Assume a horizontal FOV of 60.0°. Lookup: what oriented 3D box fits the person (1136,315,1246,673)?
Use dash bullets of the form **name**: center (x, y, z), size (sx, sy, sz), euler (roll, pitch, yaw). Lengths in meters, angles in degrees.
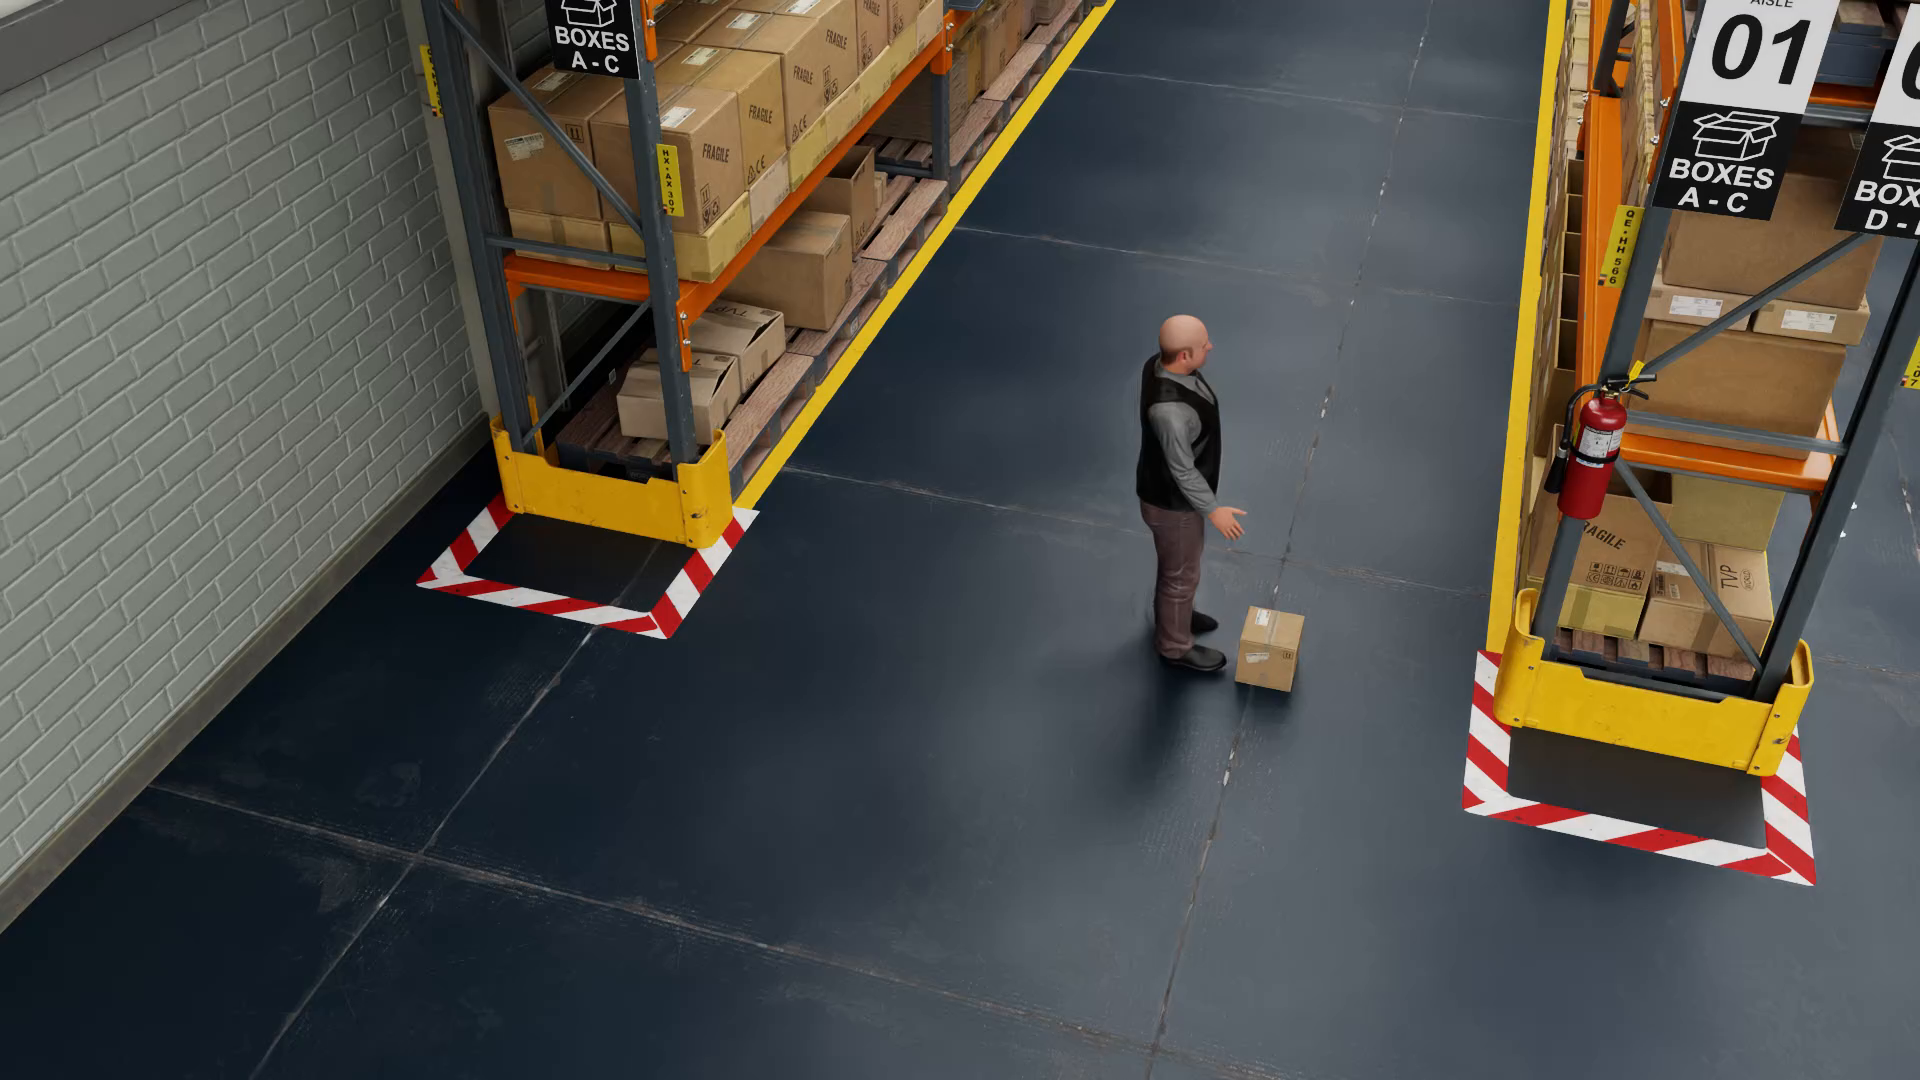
- **person**: center (0.985, -0.179, 7.153), size (0.480, 1.759, 0.559), euler (5, 37, 6)
